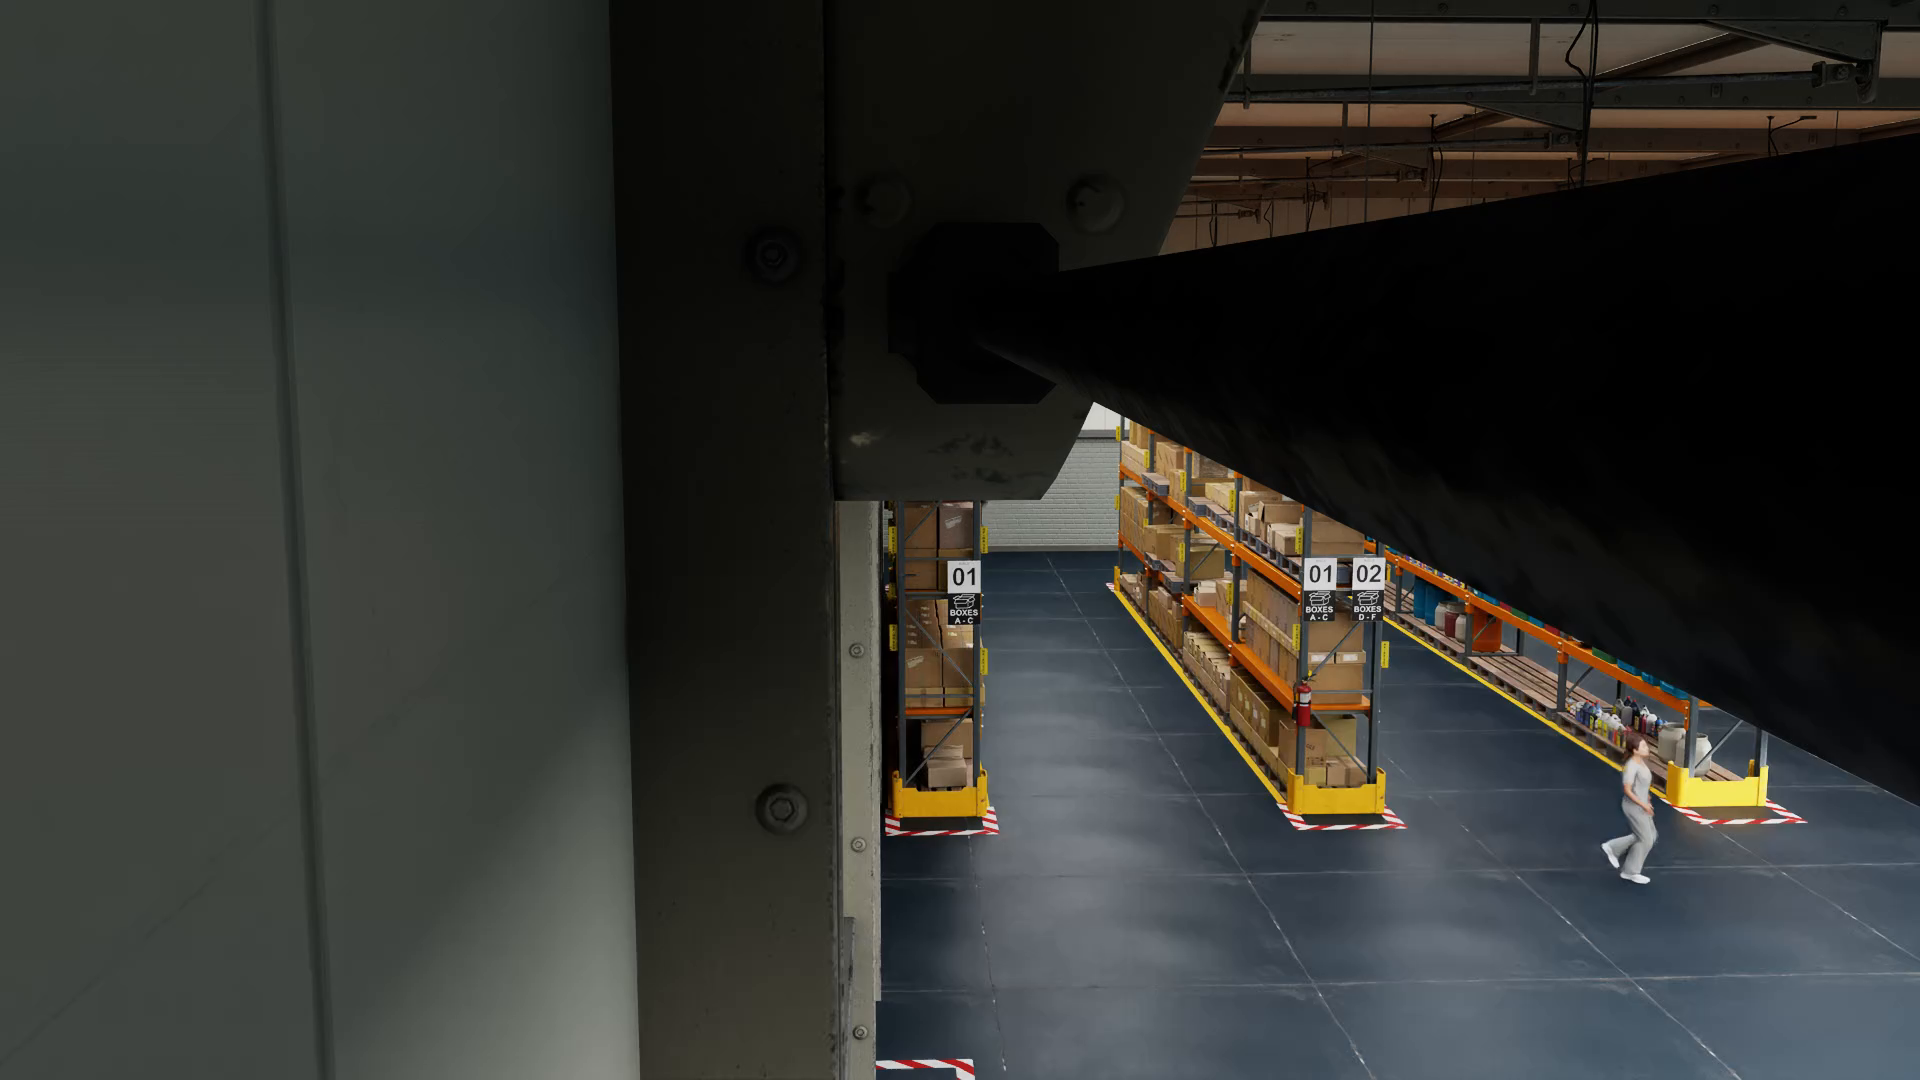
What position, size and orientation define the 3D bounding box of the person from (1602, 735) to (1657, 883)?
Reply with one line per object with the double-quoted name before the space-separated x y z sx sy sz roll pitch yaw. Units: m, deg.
"person" 7.342 2.933 18.196 0.551 1.627 0.565 4 9 27
